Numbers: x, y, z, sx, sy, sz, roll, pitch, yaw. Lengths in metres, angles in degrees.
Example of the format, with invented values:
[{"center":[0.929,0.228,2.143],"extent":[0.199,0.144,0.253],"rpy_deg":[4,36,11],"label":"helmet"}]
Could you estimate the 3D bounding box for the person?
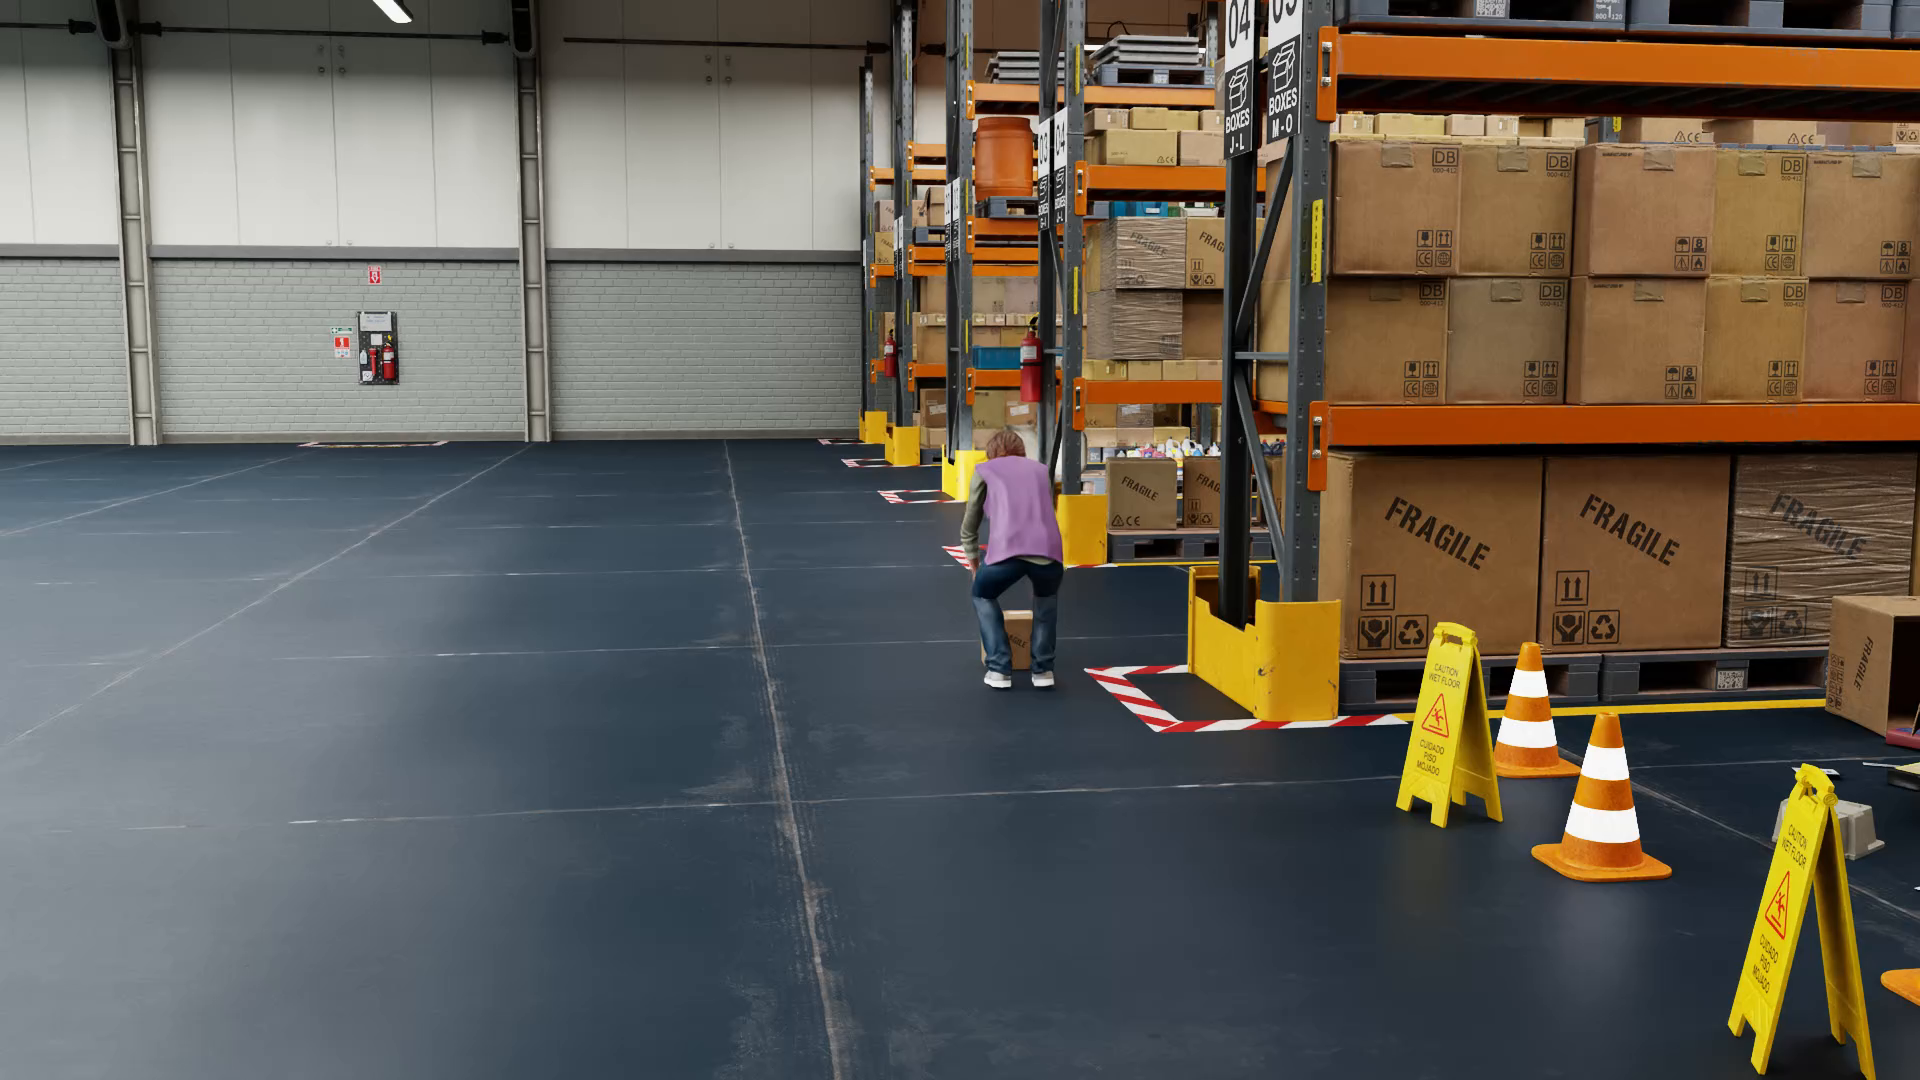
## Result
[{"center":[0.240,0.099,7.648],"extent":[0.461,1.143,0.725],"rpy_deg":[0,7,-3],"label":"person"}]
